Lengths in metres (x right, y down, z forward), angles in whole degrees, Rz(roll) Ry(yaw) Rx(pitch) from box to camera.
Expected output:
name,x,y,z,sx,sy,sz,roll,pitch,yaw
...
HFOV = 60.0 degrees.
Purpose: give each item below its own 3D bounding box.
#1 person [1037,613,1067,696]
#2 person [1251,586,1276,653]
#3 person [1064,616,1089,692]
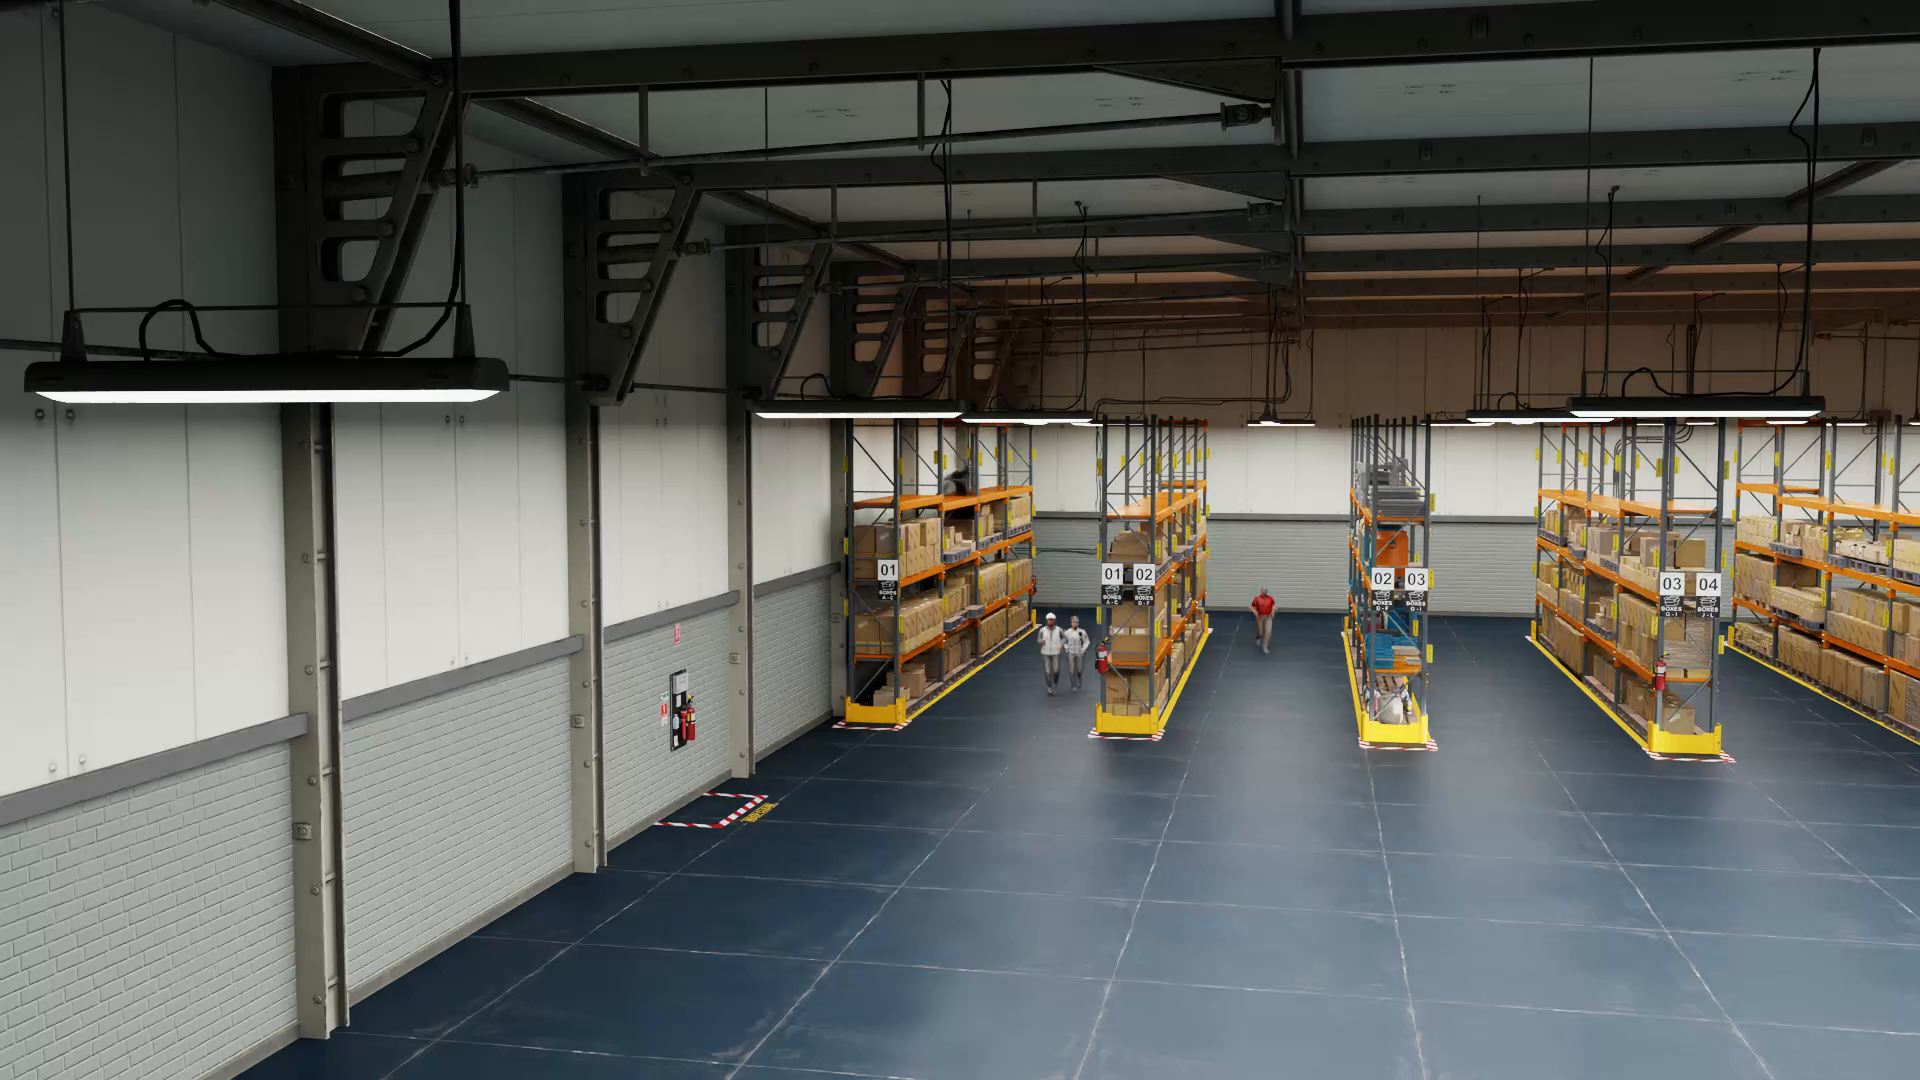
name,x,y,z,sx,sy,sz,roll,pitch,yaw
person,1.967,2.466,35.777,0.641,1.772,0.651,0,4,7
person,7.825,2.041,42.829,0.663,1.704,0.733,0,4,-3
person,2.510,2.480,36.280,0.611,1.649,0.548,0,4,6
